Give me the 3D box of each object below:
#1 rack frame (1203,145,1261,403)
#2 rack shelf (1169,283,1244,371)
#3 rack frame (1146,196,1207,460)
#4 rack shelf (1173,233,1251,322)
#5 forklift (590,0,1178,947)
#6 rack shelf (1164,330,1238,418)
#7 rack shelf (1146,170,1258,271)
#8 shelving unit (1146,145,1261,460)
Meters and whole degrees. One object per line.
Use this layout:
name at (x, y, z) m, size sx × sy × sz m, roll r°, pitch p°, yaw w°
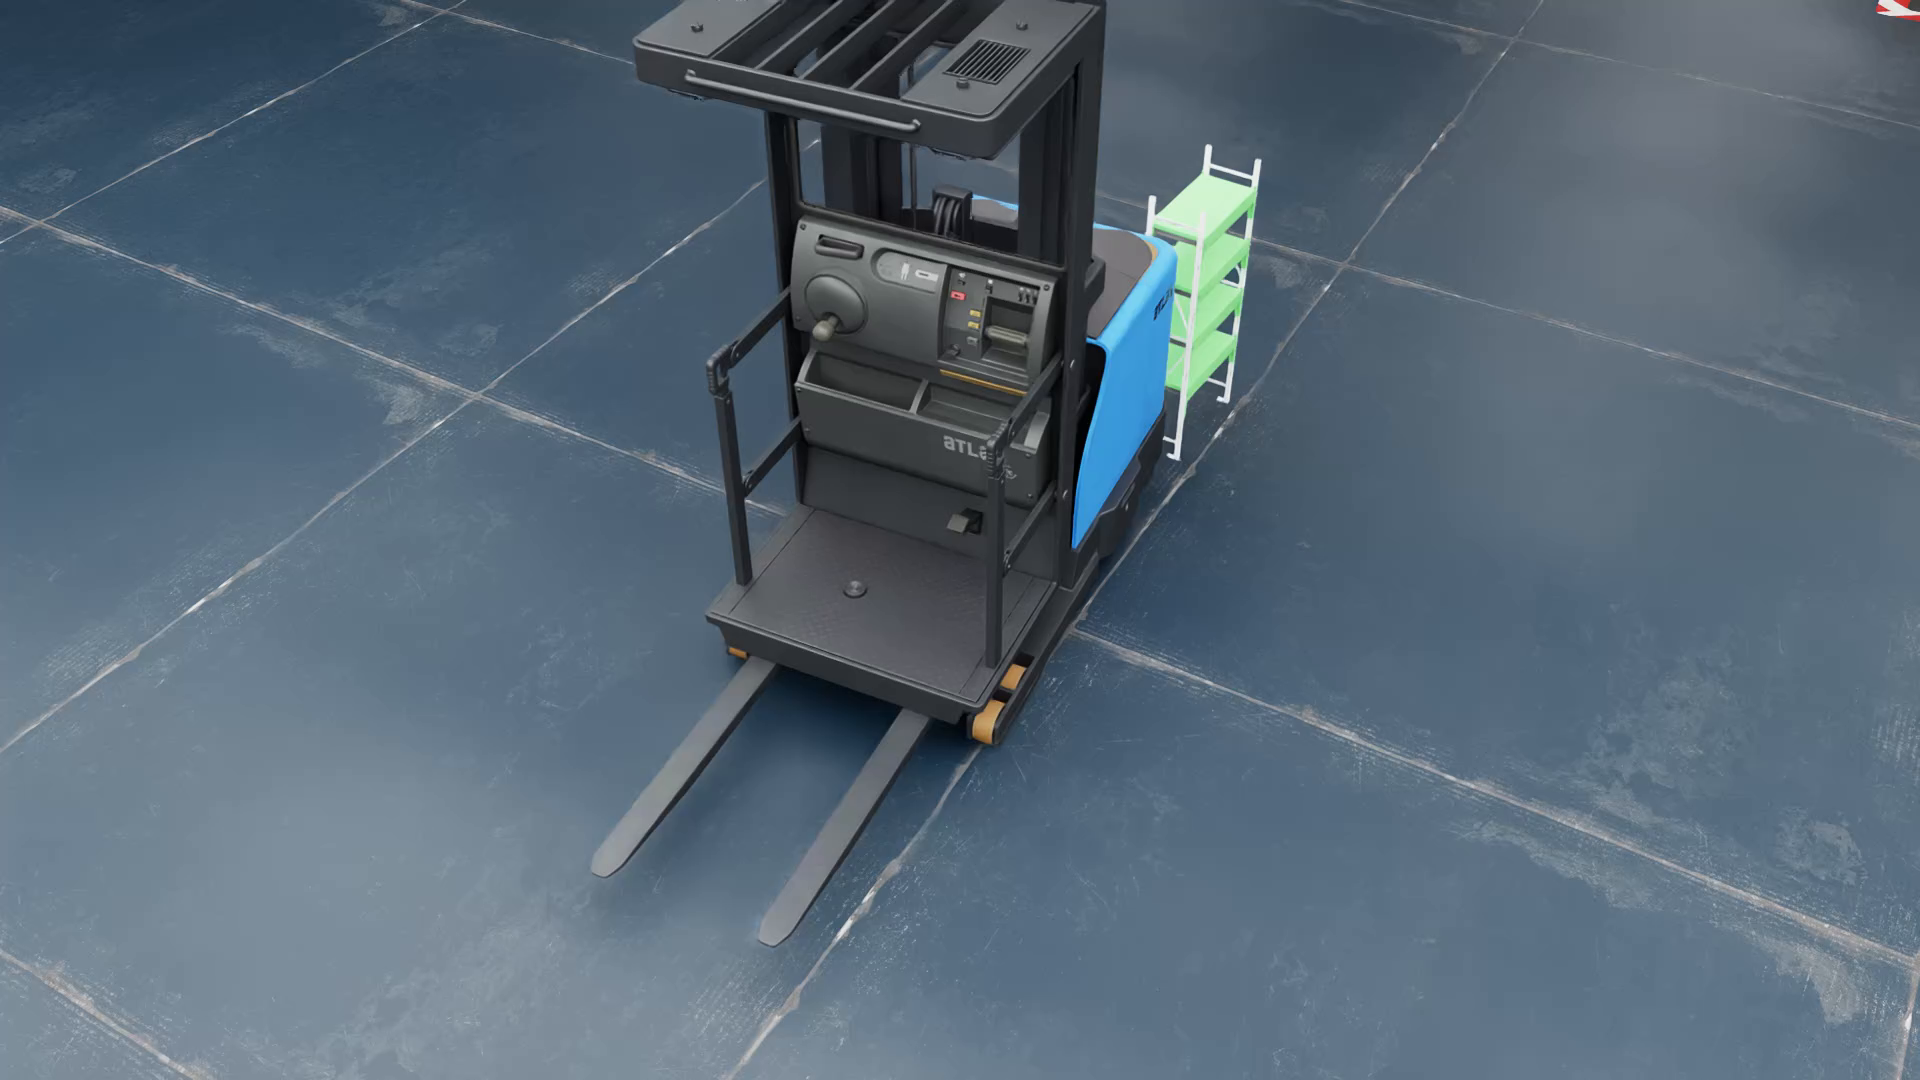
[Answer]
rack frame at (1.103, -1.111, 7.103) m, size 0.240 × 1.200 × 0.015 m, roll 23°, pitch 46°, yaw 24°
rack shelf at (0.971, -0.927, 6.992) m, size 0.258 × 0.148 × 0.480 m, roll 23°, pitch 46°, yaw 24°
rack frame at (0.839, -0.840, 6.795) m, size 0.240 × 1.200 × 0.015 m, roll 23°, pitch 46°, yaw 24°
rack shelf at (0.971, -1.107, 6.833) m, size 0.258 × 0.148 × 0.480 m, roll 23°, pitch 46°, yaw 24°
forklift at (-0.222, -0.703, 5.331) m, size 1.130 × 2.935 × 3.031 m, roll 17°, pitch 44°, yaw 18°
rack shelf at (0.971, -0.747, 7.150) m, size 0.258 × 0.148 × 0.480 m, roll 23°, pitch 46°, yaw 24°
rack shelf at (0.971, -1.287, 6.674) m, size 0.258 × 0.148 × 0.480 m, roll 23°, pitch 46°, yaw 24°
shelving unit at (0.971, -0.975, 6.949) m, size 0.258 × 1.200 × 0.503 m, roll 23°, pitch 46°, yaw 24°
